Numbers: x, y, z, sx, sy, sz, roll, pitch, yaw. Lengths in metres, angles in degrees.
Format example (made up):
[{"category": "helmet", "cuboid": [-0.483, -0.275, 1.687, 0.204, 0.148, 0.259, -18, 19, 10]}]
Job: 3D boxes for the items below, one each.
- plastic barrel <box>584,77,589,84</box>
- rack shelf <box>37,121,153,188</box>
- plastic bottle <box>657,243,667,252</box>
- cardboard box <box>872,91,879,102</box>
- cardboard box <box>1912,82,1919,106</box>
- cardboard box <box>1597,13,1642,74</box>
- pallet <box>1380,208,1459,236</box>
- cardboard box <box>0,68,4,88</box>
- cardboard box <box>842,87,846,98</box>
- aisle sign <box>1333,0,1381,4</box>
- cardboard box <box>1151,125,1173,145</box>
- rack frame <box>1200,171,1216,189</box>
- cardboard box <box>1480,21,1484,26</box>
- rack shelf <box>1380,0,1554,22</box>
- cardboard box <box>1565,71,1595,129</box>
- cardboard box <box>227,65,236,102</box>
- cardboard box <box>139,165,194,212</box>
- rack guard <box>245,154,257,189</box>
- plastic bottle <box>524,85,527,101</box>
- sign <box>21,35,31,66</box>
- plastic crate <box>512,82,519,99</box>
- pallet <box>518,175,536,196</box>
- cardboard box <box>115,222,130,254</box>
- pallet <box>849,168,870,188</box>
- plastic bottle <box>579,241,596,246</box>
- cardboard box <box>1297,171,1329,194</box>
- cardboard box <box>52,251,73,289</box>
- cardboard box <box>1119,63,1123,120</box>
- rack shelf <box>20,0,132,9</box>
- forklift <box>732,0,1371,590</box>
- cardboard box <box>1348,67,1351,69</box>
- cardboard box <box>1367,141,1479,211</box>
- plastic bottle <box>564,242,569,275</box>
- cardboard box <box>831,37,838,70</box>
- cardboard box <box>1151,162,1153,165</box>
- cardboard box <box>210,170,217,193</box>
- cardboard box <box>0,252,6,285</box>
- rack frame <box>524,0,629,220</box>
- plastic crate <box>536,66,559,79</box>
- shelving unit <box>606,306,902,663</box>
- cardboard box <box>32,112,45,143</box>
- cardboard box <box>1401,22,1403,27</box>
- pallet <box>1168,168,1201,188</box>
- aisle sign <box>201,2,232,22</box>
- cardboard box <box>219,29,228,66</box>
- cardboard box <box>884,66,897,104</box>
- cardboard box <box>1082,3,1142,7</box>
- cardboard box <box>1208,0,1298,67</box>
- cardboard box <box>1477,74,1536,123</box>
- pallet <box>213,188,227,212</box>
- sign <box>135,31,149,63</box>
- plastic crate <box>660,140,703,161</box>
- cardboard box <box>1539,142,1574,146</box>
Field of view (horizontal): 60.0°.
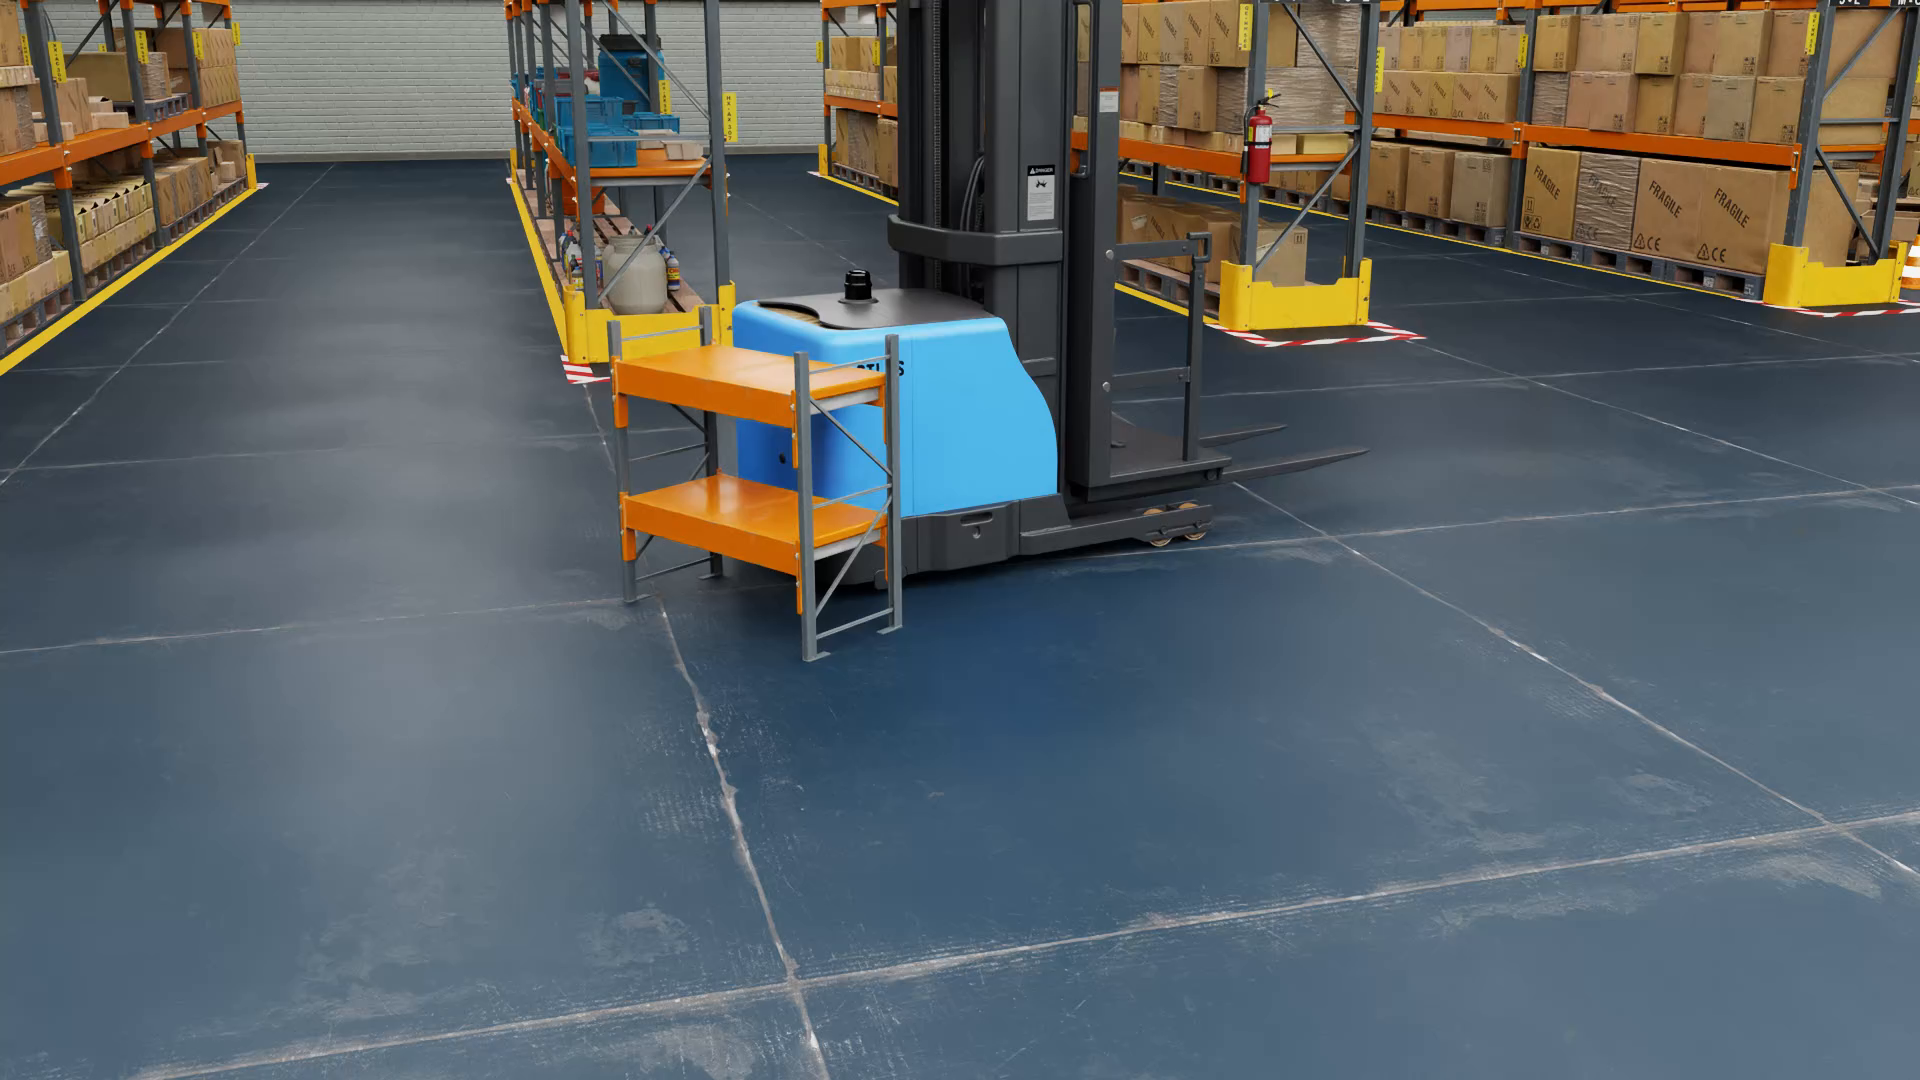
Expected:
[{"category": "plastic barrel", "cuboid": [-3.823, -4.726, 17.776, 0.421, 0.512, 0.421, 0, 17, 0]}, {"category": "rack shelf", "cuboid": [-8.525, -3.651, 15.644, 1.077, 0.370, 4.000, -5, 17, -15]}, {"category": "plastic bottle", "cuboid": [-2.576, -2.397, 14.186, 0.152, 0.276, 0.135, -4, 17, -14]}, {"category": "cardboard box", "cuboid": [-1.047, -6.376, 23.900, 0.380, 0.149, 0.250, -5, 17, -15]}, {"category": "cardboard box", "cuboid": [10.932, -5.055, 18.376, 0.500, 0.500, 0.500, -5, 17, -15]}, {"category": "cardboard box", "cuboid": [6.694, -4.770, 15.980, 0.875, 0.550, 0.550, -5, 17, -15]}, {"category": "pallet", "cuboid": [5.724, -3.799, 19.733, 1.003, 0.211, 1.213, -5, 17, -15]}, {"category": "cardboard box", "cuboid": [-7.417, -3.461, 12.460, 0.380, 0.149, 0.250, -5, 17, -16]}, {"category": "cardboard box", "cuboid": [-1.612, -6.944, 25.792, 0.380, 0.149, 0.250, -5, 17, -16]}, {"category": "aisle sign", "cuboid": [2.955, -4.370, 12.267, 0.394, 0.787, 0.004, -5, 17, -15]}, {"category": "cardboard box", "cuboid": [1.859, -3.467, 14.217, 0.380, 0.149, 0.250, -5, 17, -15]}, {"category": "rack frame", "cuboid": [4.148, -6.802, 24.882, 1.000, 3.000, 0.127, -5, 17, -15]}, {"category": "cardboard box", "cuboid": [8.521, -8.200, 26.498, 0.380, 0.149, 0.250, -4, 17, -14]}, {"category": "rack shelf", "cuboid": [8.330, -8.866, 27.792, 1.077, 0.370, 4.000, -5, 17, -15]}, {"category": "cardboard box", "cuboid": [6.633, -4.409, 16.657, 0.875, 0.550, 0.550, -5, 17, -15]}, {"category": "cardboard box", "cuboid": [-10.743, -6.564, 23.917, 0.500, 0.500, 0.500, -5, 17, -15]}, {"category": "cardboard box", "cuboid": [-9.356, -4.139, 19.596, 0.500, 0.500, 0.500, -5, 18, -17]}, {"category": "rack guard", "cuboid": [-11.253, -5.544, 25.039, 1.175, 0.500, 0.348, -5, 17, -15]}, {"category": "plastic bottle", "cuboid": [-5.683, -5.818, 21.810, 0.061, 0.283, 0.133, -5, 17, -15]}, {"category": "sign", "cuboid": [-9.594, -5.020, 17.076, 0.100, 0.325, 0.005, -5, 17, -15]}, {"category": "plastic crate", "cuboid": [-6.314, -6.560, 24.262, 0.416, 0.233, 0.300, -5, 17, -15]}, {"category": "pallet", "cuboid": [-5.989, -5.249, 24.560, 1.003, 0.211, 1.213, -5, 17, -15]}, {"category": "cardboard box", "cuboid": [-8.271, -2.883, 15.887, 0.500, 0.250, 0.500, -4, 17, -14]}, {"category": "pallet", "cuboid": [-1.121, -5.657, 25.917, 1.003, 0.211, 1.213, -5, 17, -15]}, {"category": "plastic bottle", "cuboid": [-3.251, -2.531, 14.503, 0.144, 0.351, 0.185, -5, 17, -15]}, {"category": "cardboard box", "cuboid": [4.815, -4.861, 22.035, 0.500, 0.500, 0.500, -5, 17, -16]}, {"category": "cardboard box", "cuboid": [-7.638, -2.216, 13.665, 0.500, 0.250, 0.500, -5, 17, -15]}, {"category": "cardboard box", "cuboid": [1.718, -4.145, 15.345, 0.875, 0.500, 0.500, -5, 17, -15]}, {"category": "rack shelf", "cuboid": [-8.525, -5.088, 15.213, 1.077, 0.370, 4.000, -5, 17, -15]}, {"category": "forklift", "cuboid": [0.541, -1.495, 7.334, 3.031, 2.935, 1.130, -10, 19, -29]}, {"category": "cardboard box", "cuboid": [5.231, -6.143, 21.879, 0.380, 0.149, 0.250, -4, 17, -13]}, {"category": "cardboard box", "cuboid": [5.572, -4.402, 20.073, 1.050, 0.750, 0.750, -4, 17, -14]}, {"category": "plastic bottle", "cuboid": [-3.332, -2.386, 14.138, 0.061, 0.283, 0.133, -4, 17, -13]}, {"category": "cardboard box", "cuboid": [-1.738, -7.682, 26.251, 0.500, 0.500, 0.500, -5, 17, -17]}, {"category": "cardboard box", "cuboid": [3.323, -6.147, 26.928, 0.380, 0.149, 0.250, -5, 17, -15]}, {"category": "cardboard box", "cuboid": [-10.082, -4.712, 21.833, 0.500, 0.311, 0.500, -5, 17, -15]}, {"category": "cardboard box", "cuboid": [-7.099, -2.021, 11.712, 0.500, 0.500, 0.500, -5, 17, -15]}, {"category": "rack frame", "cuboid": [-4.311, -4.940, 18.683, 1.000, 3.000, 0.127, -5, 17, -15]}, {"category": "plastic crate", "cuboid": [-6.238, -7.120, 25.777, 0.616, 0.435, 0.499, -5, 17, -15]}, {"category": "shelving unit", "cuboid": [-0.781, -0.249, 6.326, 1.048, 1.125, 0.538, 14, 22, 38]}, {"category": "cardboard box", "cuboid": [-8.153, -3.504, 14.163, 0.500, 0.250, 0.500, -4, 17, -12]}, {"category": "cardboard box", "cuboid": [7.804, -8.826, 28.580, 0.380, 0.149, 0.250, -5, 18, -17]}, {"category": "pallet", "cuboid": [3.930, -5.649, 25.892, 1.003, 0.211, 1.213, -5, 17, -15]}, {"category": "aisle sign", "cuboid": [-10.998, -8.050, 24.519, 0.394, 0.787, 0.004, -5, 17, -15]}, {"category": "cardboard box", "cuboid": [-10.600, -6.905, 23.312, 0.500, 0.500, 0.500, -4, 17, -14]}, {"category": "cardboard box", "cuboid": [-0.762, -6.339, 23.166, 0.500, 0.500, 0.500, -5, 17, -15]}, {"category": "cardboard box", "cuboid": [1.466, -4.944, 16.925, 1.000, 1.000, 1.000, -5, 17, -15]}, {"category": "cardboard box", "cuboid": [2.261, -3.920, 12.860, 0.500, 0.500, 0.500, -5, 17, -15]}, {"category": "cardboard box", "cuboid": [5.947, -4.760, 17.911, 0.500, 0.500, 0.500, -5, 17, -16]}, {"category": "pallet", "cuboid": [-10.362, -4.510, 22.100, 1.003, 0.211, 1.213, -5, 17, -15]}, {"category": "sign", "cuboid": [-8.542, -5.148, 17.365, 0.100, 0.325, 0.005, -5, 17, -15]}, {"category": "plastic crate", "cuboid": [-2.049, -2.874, 12.263, 0.298, 0.136, 0.250, -5, 17, -15]}, {"category": "cardboard box", "cuboid": [9.383, -5.990, 25.144, 0.875, 0.875, 0.875, -4, 17, -14]}]
